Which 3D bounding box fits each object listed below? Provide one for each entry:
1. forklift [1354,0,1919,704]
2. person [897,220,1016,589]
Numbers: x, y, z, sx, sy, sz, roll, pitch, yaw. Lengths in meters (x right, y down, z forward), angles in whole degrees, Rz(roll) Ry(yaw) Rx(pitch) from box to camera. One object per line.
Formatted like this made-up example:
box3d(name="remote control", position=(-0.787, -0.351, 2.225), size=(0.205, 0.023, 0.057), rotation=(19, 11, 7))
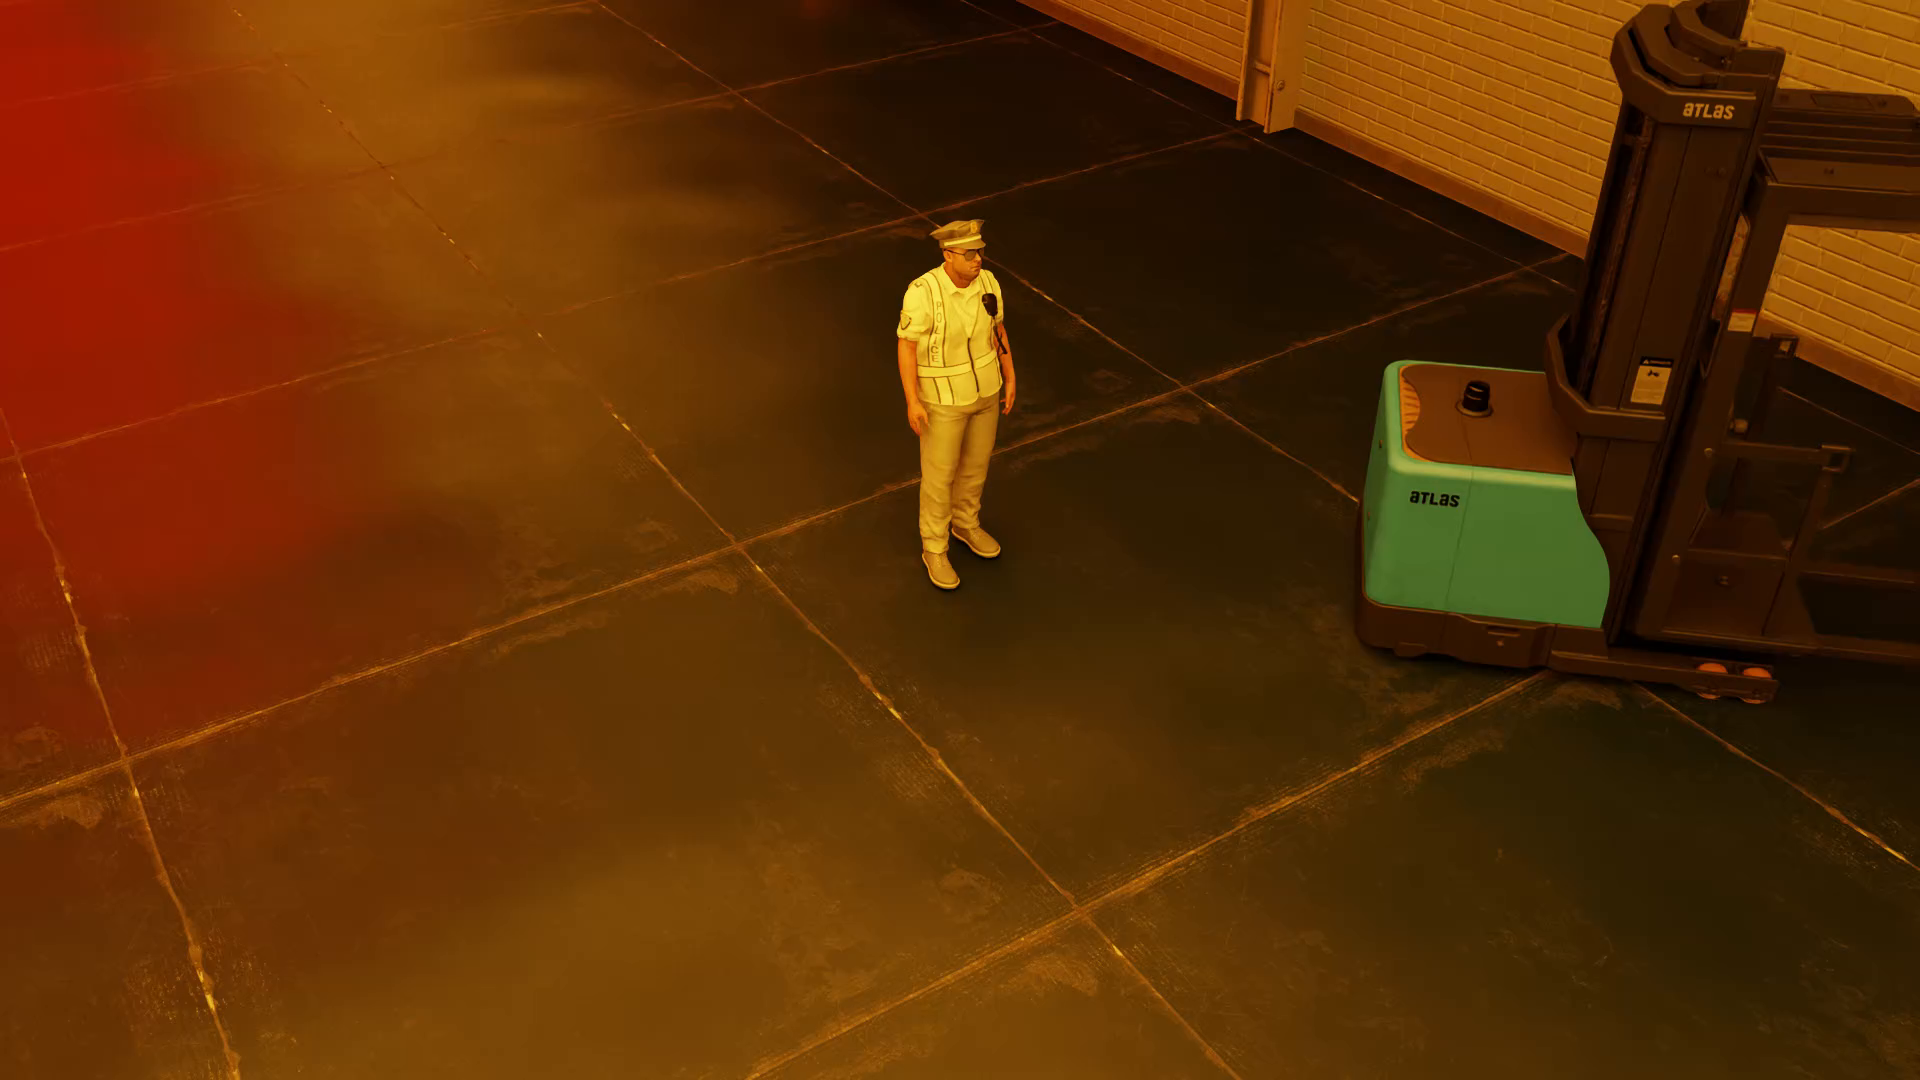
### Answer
box3d(name="forklift", position=(3.458, -0.780, 7.258), size=(3.031, 2.935, 1.130), rotation=(6, 36, 9))
box3d(name="person", position=(0.033, -0.693, 8.123), size=(0.640, 1.777, 0.574), rotation=(-21, 40, -27))
